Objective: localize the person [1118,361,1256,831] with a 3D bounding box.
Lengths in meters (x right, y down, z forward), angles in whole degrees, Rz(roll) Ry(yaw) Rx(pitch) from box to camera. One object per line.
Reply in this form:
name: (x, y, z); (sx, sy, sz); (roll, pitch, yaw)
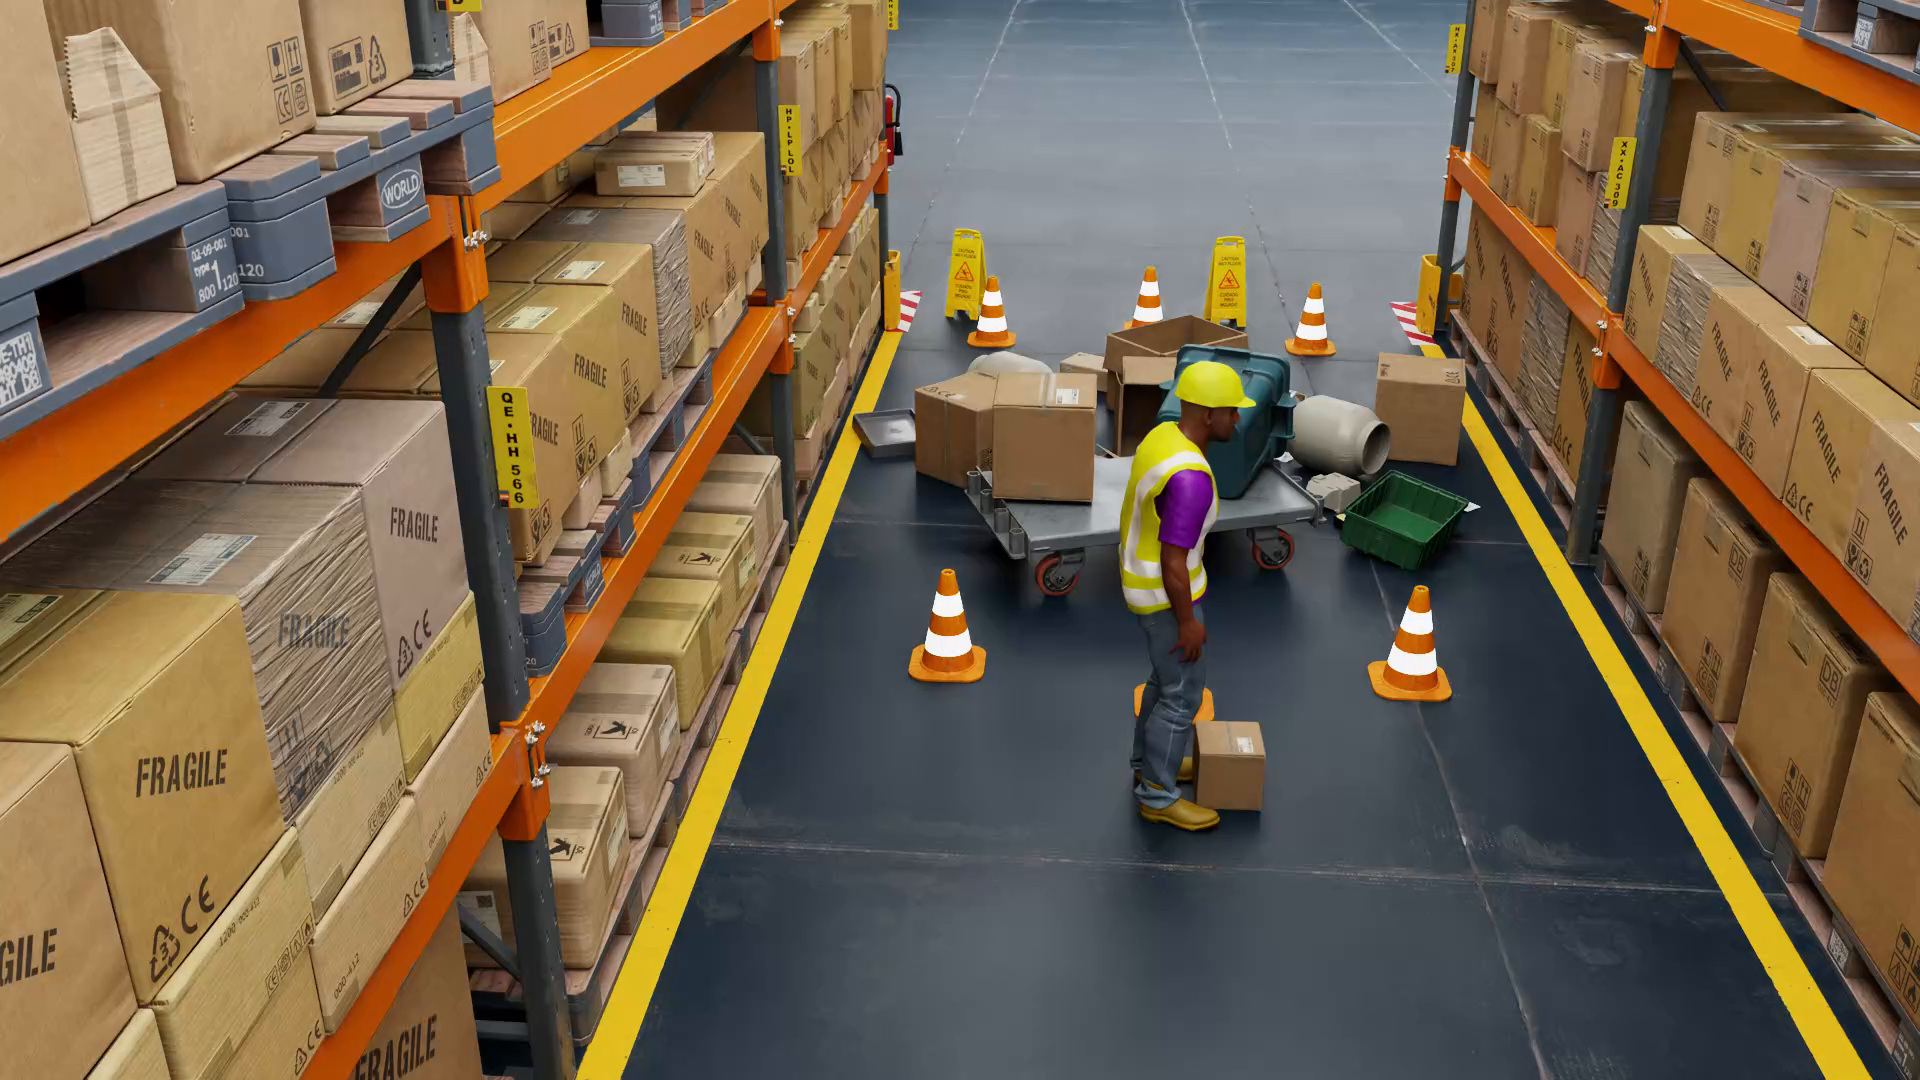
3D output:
person: (0.816, 0.187, 6.170); (0.463, 1.759, 0.625); (1, 24, 2)
